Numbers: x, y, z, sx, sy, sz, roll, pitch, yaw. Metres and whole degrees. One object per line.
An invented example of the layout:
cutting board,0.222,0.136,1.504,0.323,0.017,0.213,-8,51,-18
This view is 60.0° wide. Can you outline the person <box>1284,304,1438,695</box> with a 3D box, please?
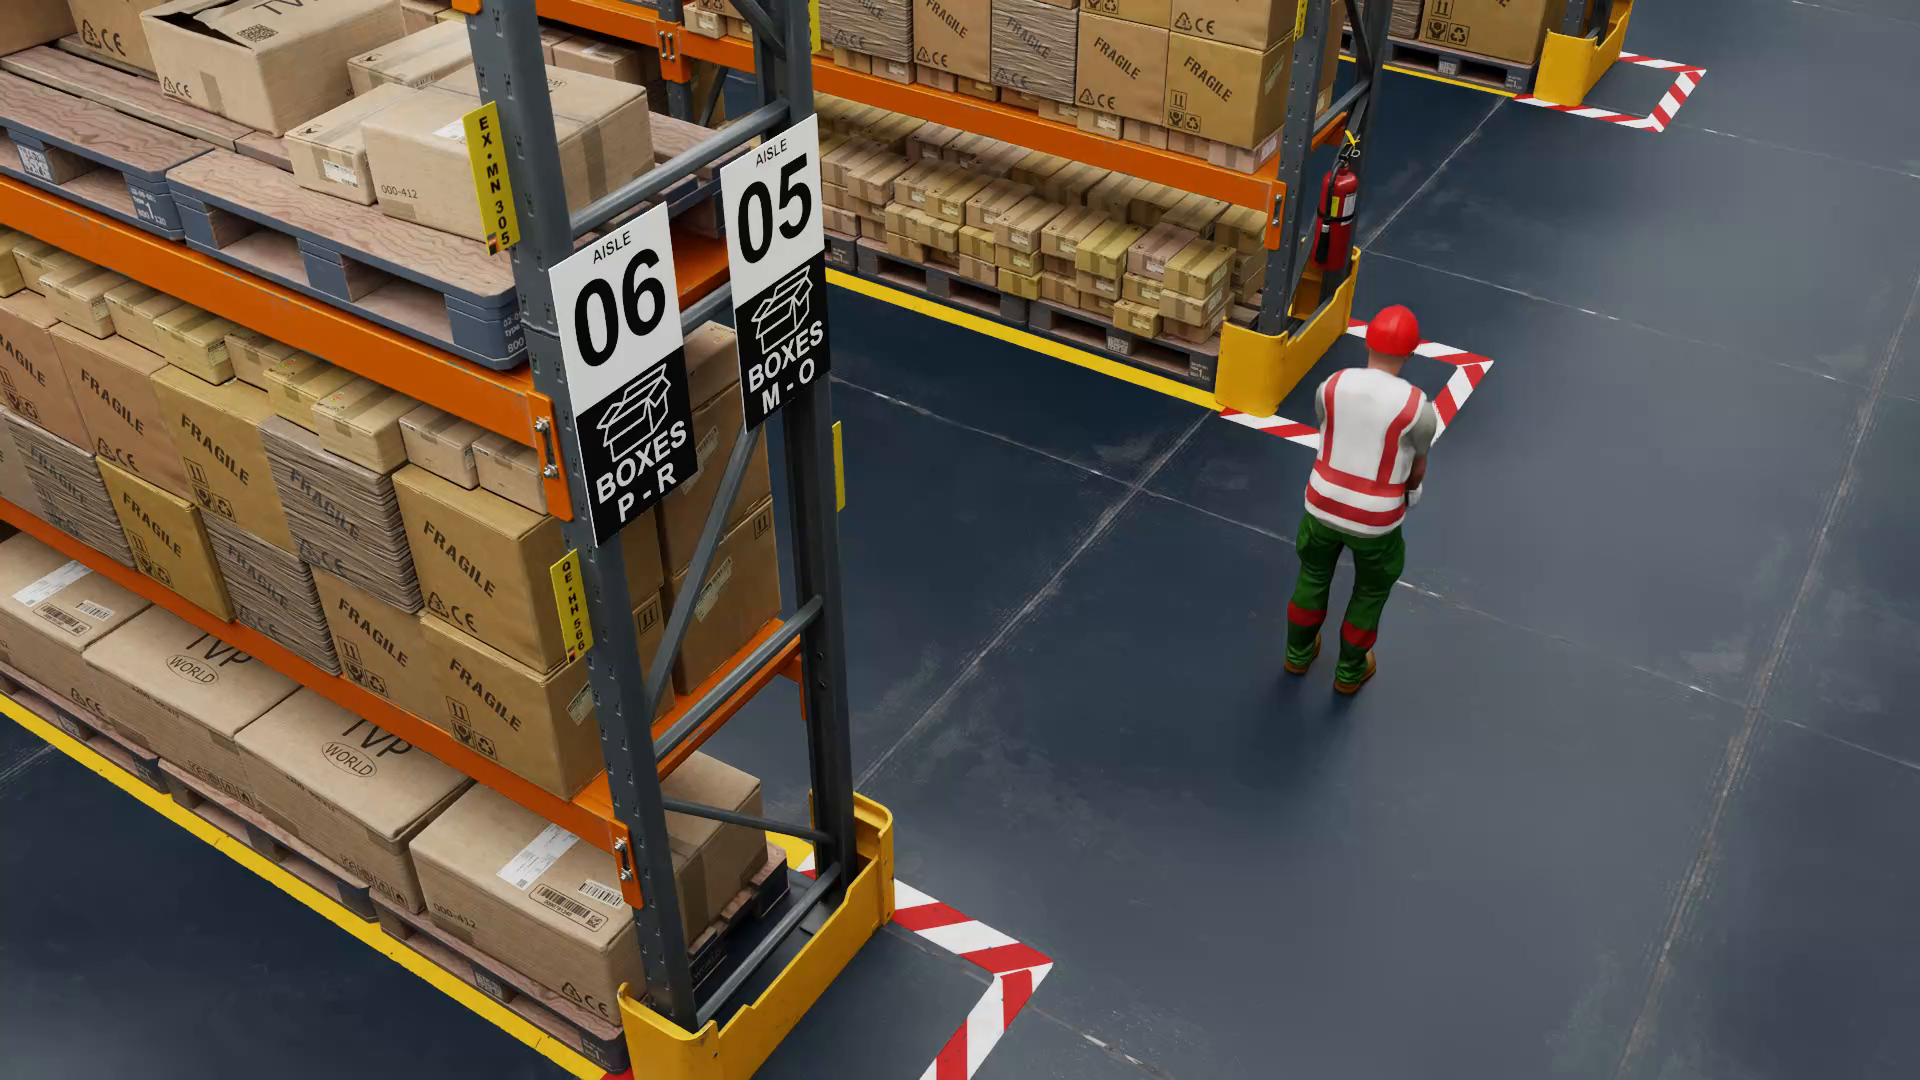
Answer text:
person,1.664,-0.174,6.904,0.491,1.760,0.583,21,43,24
